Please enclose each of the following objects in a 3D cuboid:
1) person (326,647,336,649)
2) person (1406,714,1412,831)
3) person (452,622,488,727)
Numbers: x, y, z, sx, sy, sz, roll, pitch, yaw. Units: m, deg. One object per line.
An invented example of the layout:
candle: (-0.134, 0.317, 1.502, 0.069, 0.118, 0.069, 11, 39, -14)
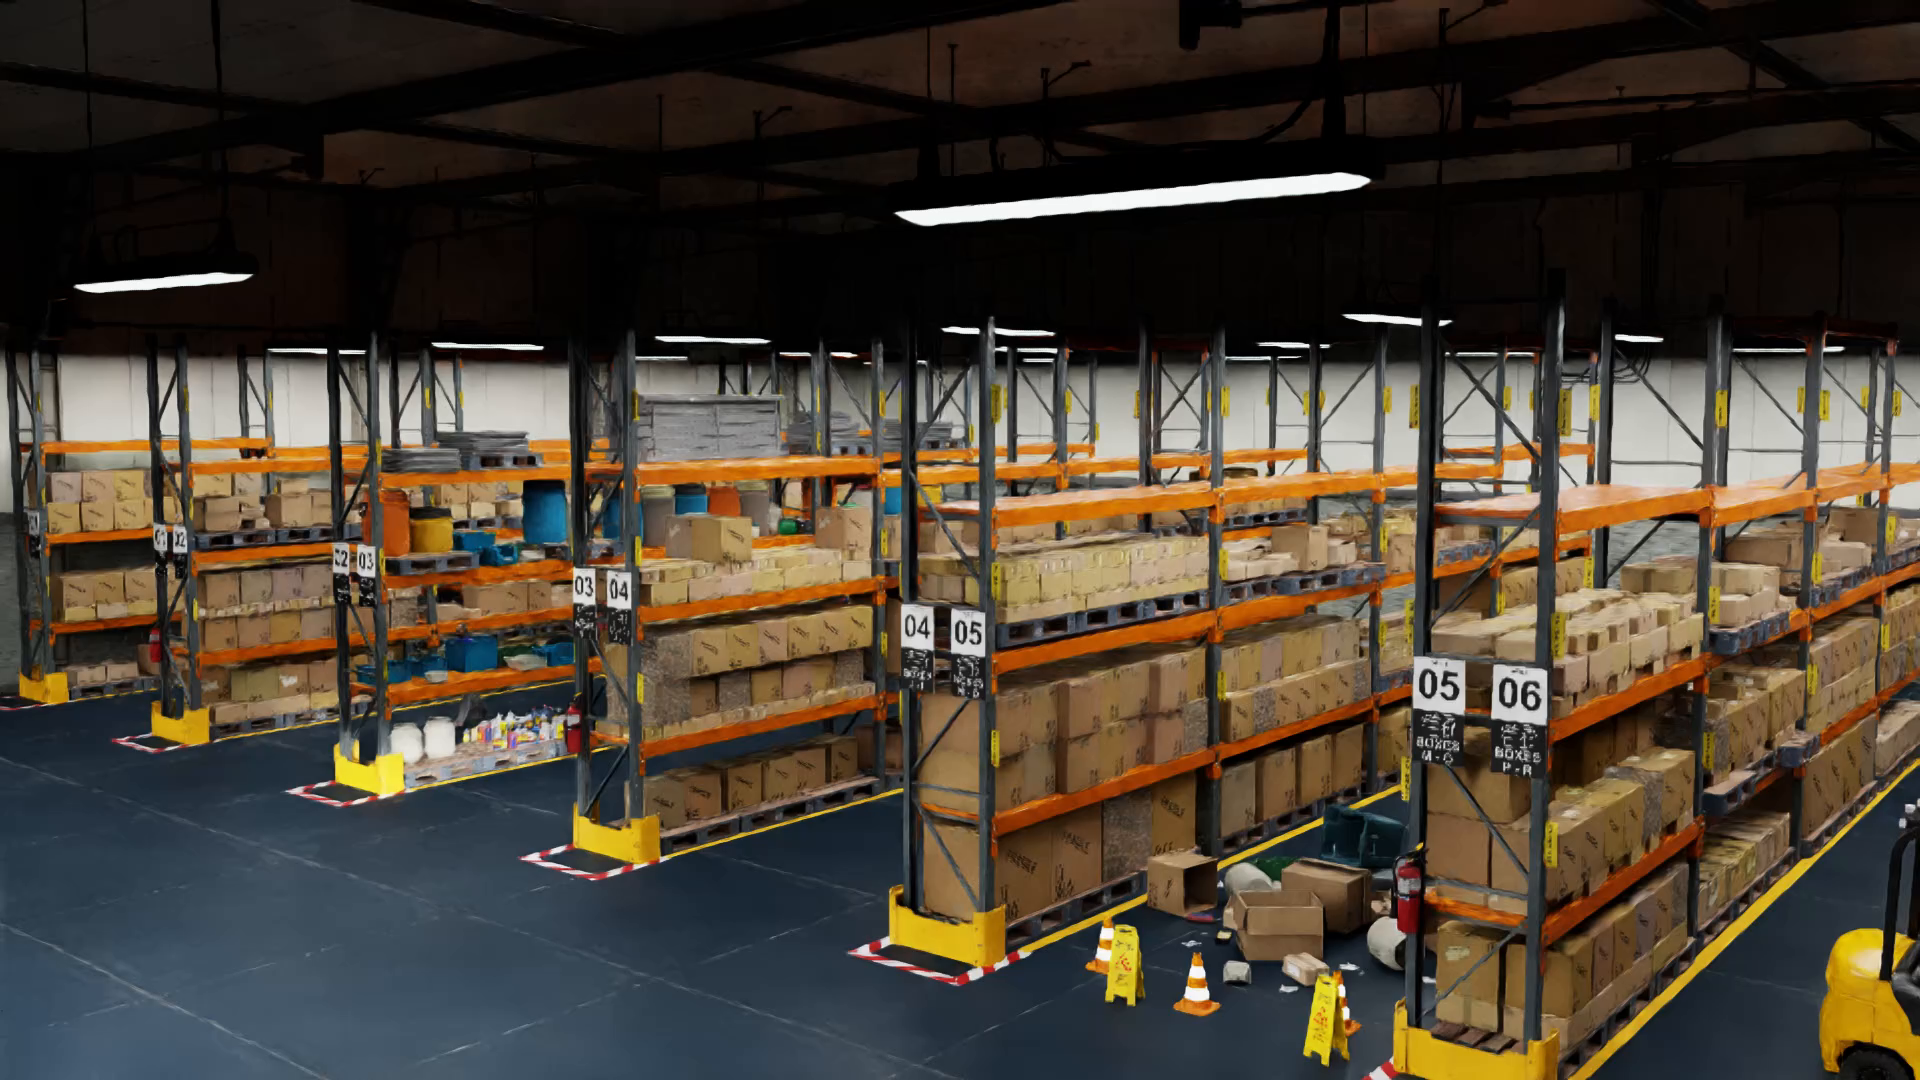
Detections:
person: (-11.019, 1.614, 29.407, 0.458, 1.783, 0.618, 1, 5, 11)
person: (5.475, 2.525, 19.511, 0.588, 1.759, 0.504, -2, 5, -20)
person: (-7.654, 2.054, 25.700, 0.443, 1.573, 0.996, 3, 6, 31)
